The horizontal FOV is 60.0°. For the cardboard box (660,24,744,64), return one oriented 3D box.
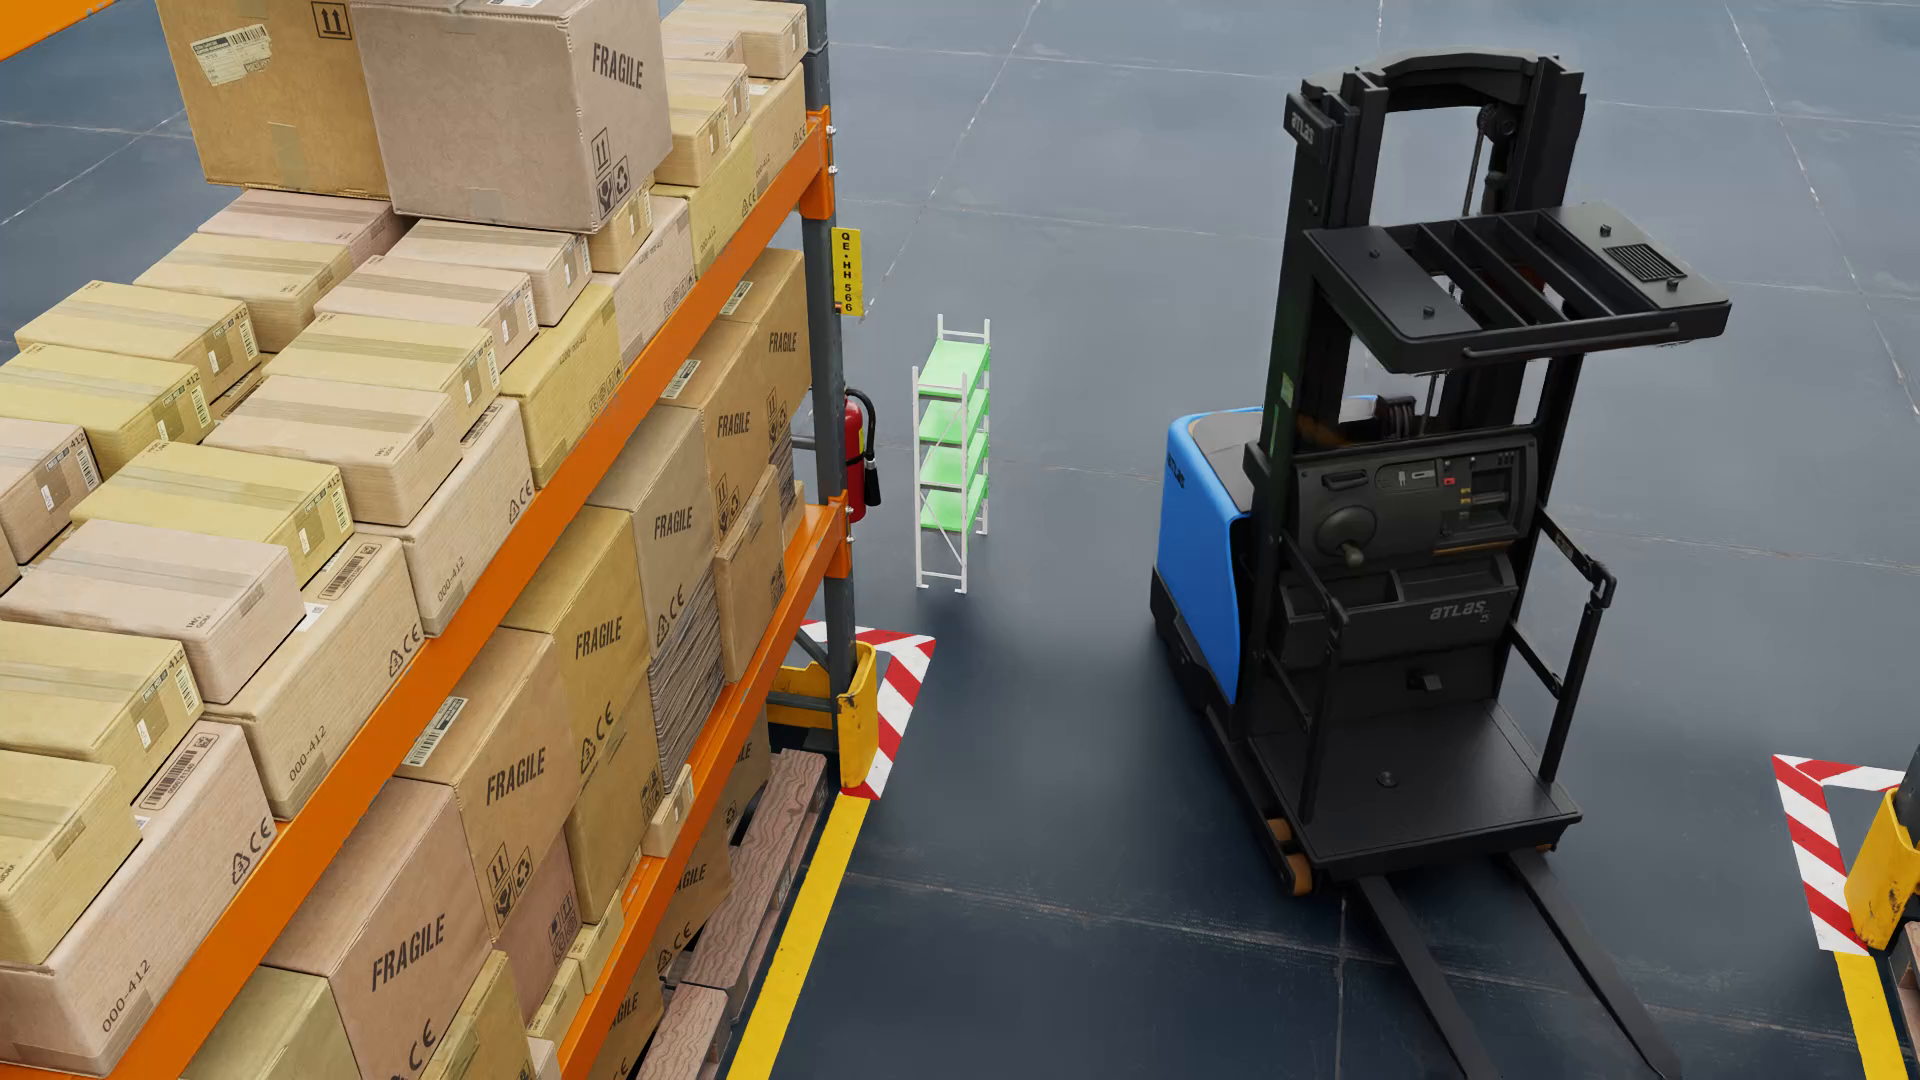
[{"bbox_3d":[-0.848,-1.384,4.836,0.380,0.149,0.250,6,36,8],"label":"cardboard box"}]

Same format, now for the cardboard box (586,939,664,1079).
[{"bbox_3d":[-1.320,1.500,5.397,0.500,0.500,0.500,11,37,14],"label":"cardboard box"}]

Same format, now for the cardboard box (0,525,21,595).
[{"bbox_3d":[-1.875,0.057,2.847,0.380,0.149,0.250,6,36,8],"label":"cardboard box"}]

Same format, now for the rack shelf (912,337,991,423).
[{"bbox_3d":[-0.035,-0.728,7.523,0.258,0.148,0.480,7,37,10],"label":"rack shelf"}]

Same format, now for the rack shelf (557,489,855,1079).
[{"bbox_3d":[-1.351,1.036,4.878,1.077,0.370,4.000,7,37,10],"label":"rack shelf"}]

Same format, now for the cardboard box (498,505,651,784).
[{"bbox_3d":[-1.125,0.238,4.175,0.500,0.500,0.500,7,37,10],"label":"cardboard box"}]

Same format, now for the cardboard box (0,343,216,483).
[{"bbox_3d":[-1.714,-0.243,3.261,0.380,0.149,0.250,9,37,12],"label":"cardboard box"}]

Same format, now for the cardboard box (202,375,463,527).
[{"bbox_3d":[-1.186,-0.174,3.165,0.380,0.149,0.250,7,36,9],"label":"cardboard box"}]

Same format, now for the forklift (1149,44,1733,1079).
[{"bbox_3d":[1.705,-0.070,5.849,1.130,2.935,3.031,-8,37,-10],"label":"forklift"}]

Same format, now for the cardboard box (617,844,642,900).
[{"bbox_3d":[-1.122,0.897,4.671,0.380,0.149,0.250,7,37,10],"label":"cardboard box"}]

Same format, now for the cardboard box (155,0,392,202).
[{"bbox_3d":[-1.504,-1.163,3.977,0.500,0.500,0.500,7,37,10],"label":"cardboard box"}]

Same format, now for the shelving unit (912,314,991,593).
[{"bbox_3d":[-0.035,-0.391,7.767,0.258,1.200,0.503,7,37,10],"label":"shelving unit"}]

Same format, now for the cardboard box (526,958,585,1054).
[{"bbox_3d":[-1.195,1.188,4.269,0.380,0.149,0.250,7,37,10],"label":"cardboard box"}]

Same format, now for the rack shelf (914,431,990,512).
[{"bbox_3d":[-0.035,-0.339,7.804,0.258,0.148,0.480,7,37,10],"label":"rack shelf"}]

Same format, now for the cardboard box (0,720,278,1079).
[{"bbox_3d":[-1.432,0.512,2.560,0.500,0.250,0.500,6,36,8],"label":"cardboard box"}]

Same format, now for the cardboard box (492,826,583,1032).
[{"bbox_3d":[-1.472,0.899,4.115,0.875,0.500,0.500,7,37,10],"label":"cardboard box"}]

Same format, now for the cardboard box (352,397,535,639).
[{"bbox_3d":[-1.207,-0.076,3.370,0.500,0.250,0.500,6,36,8],"label":"cardboard box"}]

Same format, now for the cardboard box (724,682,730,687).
[{"bbox_3d":[-0.908,0.323,5.462,0.380,0.149,0.250,7,37,10],"label":"cardboard box"}]

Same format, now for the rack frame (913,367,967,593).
[{"bbox_3d":[-0.087,-0.251,7.574,0.240,1.200,0.015,7,37,10],"label":"rack frame"}]

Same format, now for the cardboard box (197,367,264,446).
[{"bbox_3d":[-1.710,-0.148,3.469,0.500,0.250,0.500,7,37,10],"label":"cardboard box"}]

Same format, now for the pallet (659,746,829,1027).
[{"bbox_3d":[-1.148,1.232,6.370,1.003,0.211,1.213,7,37,10],"label":"pallet"}]

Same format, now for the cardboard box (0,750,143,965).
[{"bbox_3d":[-1.407,0.428,2.335,0.380,0.149,0.250,6,36,9],"label":"cardboard box"}]

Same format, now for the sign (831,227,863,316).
[{"bbox_3d":[-0.386,-0.918,5.704,0.100,0.325,0.005,7,37,10],"label":"sign"}]

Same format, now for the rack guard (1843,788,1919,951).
[{"bbox_3d":[3.945,1.281,6.057,1.175,0.500,0.348,7,37,10],"label":"rack guard"}]

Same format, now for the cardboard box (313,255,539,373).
[{"bbox_3d":[-1.144,-0.476,3.583,0.380,0.149,0.250,8,37,11],"label":"cardboard box"}]

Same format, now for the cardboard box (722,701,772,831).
[{"bbox_3d":[-1.073,0.796,6.368,0.500,0.500,0.500,14,38,19],"label":"cardboard box"}]

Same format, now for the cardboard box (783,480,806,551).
[{"bbox_3d":[-0.783,-0.111,6.061,0.380,0.149,0.250,7,37,10],"label":"cardboard box"}]

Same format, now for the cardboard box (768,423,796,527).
[{"bbox_3d":[-1.068,-0.251,5.702,0.875,0.500,0.500,7,37,10],"label":"cardboard box"}]

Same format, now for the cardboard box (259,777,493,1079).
[{"bbox_3d":[-1.328,0.813,3.382,0.500,0.500,0.500,7,37,10],"label":"cardboard box"}]

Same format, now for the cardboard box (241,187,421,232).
[{"bbox_3d":[-1.519,-0.847,4.094,0.380,0.149,0.250,6,36,8],"label":"cardboard box"}]

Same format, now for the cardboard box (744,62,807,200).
[{"bbox_3d":[-0.778,-1.247,4.987,0.500,0.250,0.500,8,37,11],"label":"cardboard box"}]

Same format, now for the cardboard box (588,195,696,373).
[{"bbox_3d":[-1.000,-0.668,4.188,0.500,0.250,0.500,8,37,11],"label":"cardboard box"}]

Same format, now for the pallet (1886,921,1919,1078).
[{"bbox_3d":[3.766,1.863,5.500,1.003,0.211,1.213,7,37,10],"label":"pallet"}]

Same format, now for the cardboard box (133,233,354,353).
[{"bbox_3d":[-1.571,-0.546,3.680,0.380,0.149,0.250,6,36,8],"label":"cardboard box"}]

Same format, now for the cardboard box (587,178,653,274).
[{"bbox_3d":[-0.963,-0.774,3.994,0.380,0.149,0.250,6,36,8],"label":"cardboard box"}]

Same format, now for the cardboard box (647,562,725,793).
[{"bbox_3d":[-1.206,0.332,4.897,0.875,0.500,0.500,7,37,10],"label":"cardboard box"}]

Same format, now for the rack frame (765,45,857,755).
[{"bbox_3d":[-0.924,-0.402,6.248,1.000,3.000,0.127,7,37,10],"label":"rack frame"}]

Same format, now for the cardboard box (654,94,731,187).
[{"bbox_3d":[-0.830,-1.067,4.398,0.380,0.149,0.250,8,37,10],"label":"cardboard box"}]

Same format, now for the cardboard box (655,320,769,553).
[{"bbox_3d":[-0.901,-0.334,4.964,0.500,0.500,0.500,7,37,10],"label":"cardboard box"}]

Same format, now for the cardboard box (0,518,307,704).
[{"bbox_3d":[-1.338,0.114,2.769,0.380,0.149,0.250,8,37,10],"label":"cardboard box"}]
